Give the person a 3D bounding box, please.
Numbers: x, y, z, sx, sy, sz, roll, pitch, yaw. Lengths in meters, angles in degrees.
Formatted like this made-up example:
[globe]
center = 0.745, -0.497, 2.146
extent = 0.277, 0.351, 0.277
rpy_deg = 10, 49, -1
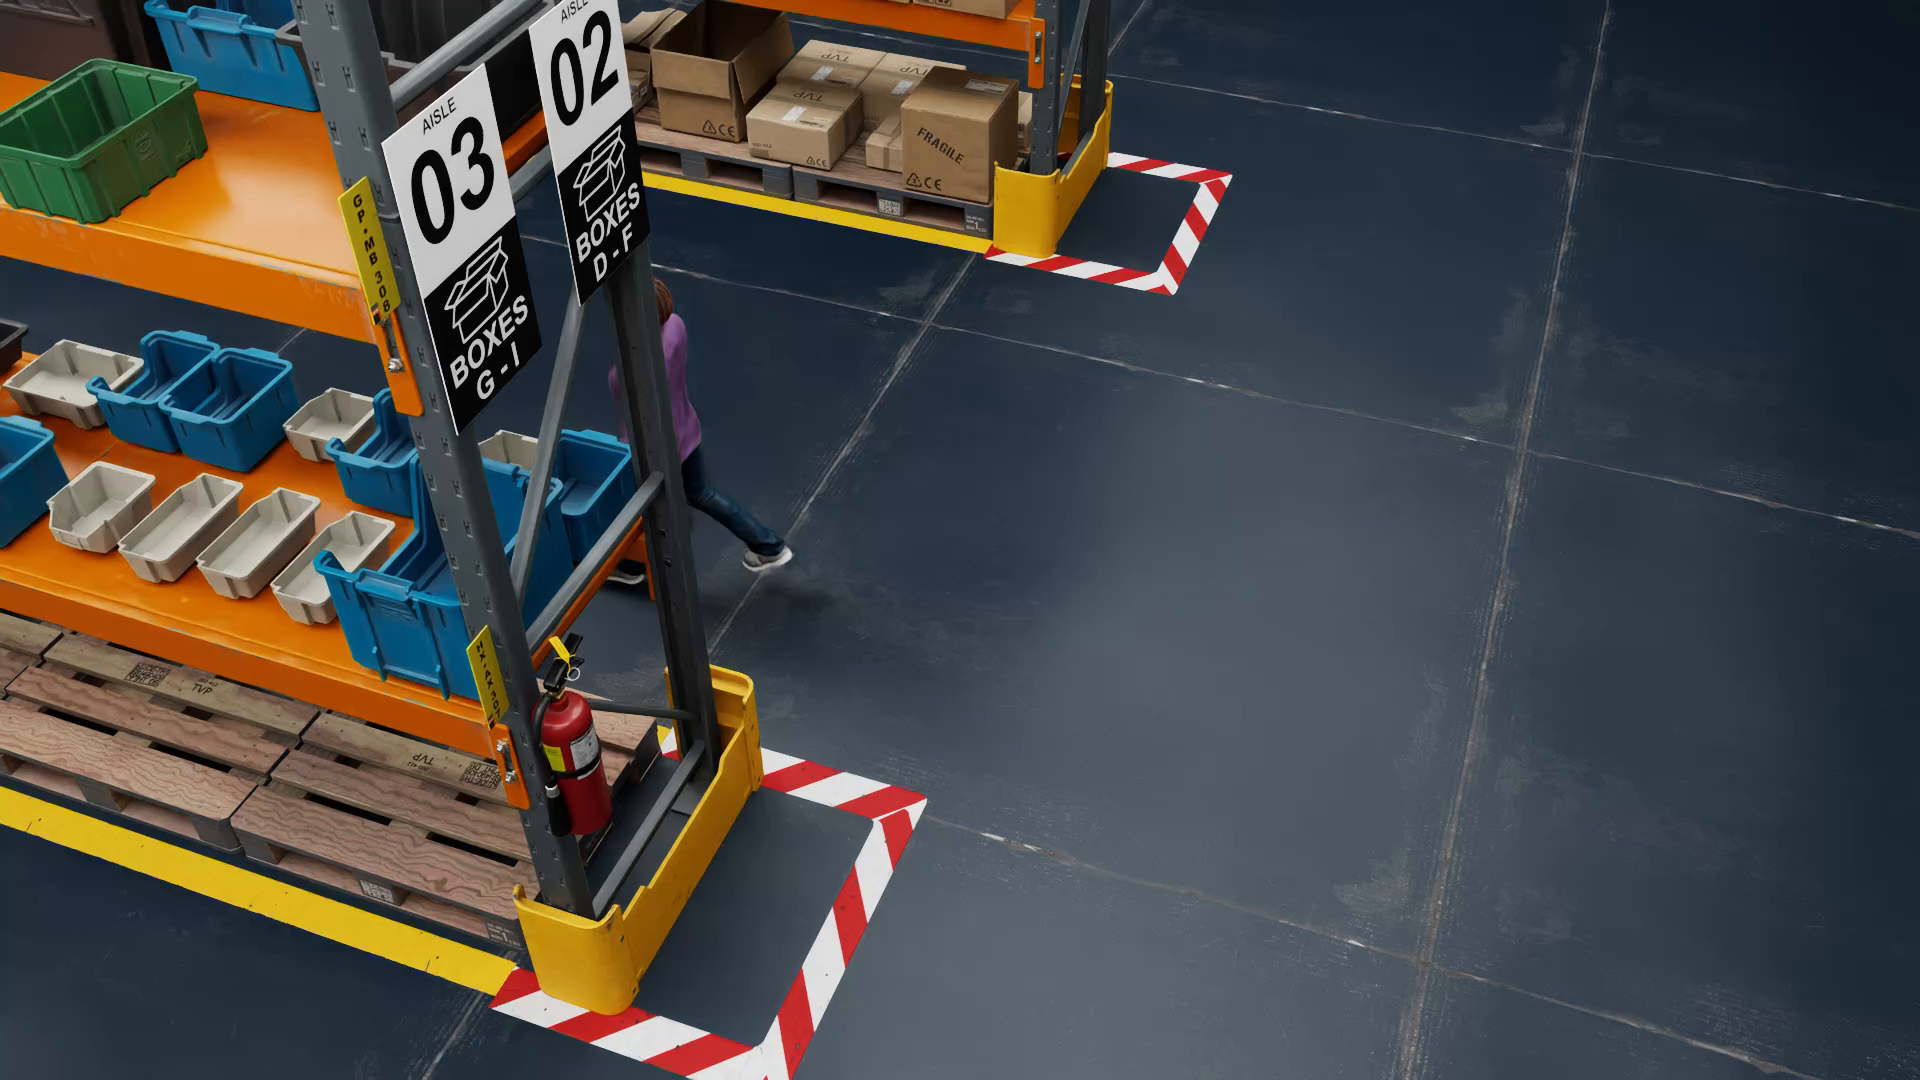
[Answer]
[person]
center = -1.164, -0.390, 6.591
extent = 0.913, 1.543, 0.421
rpy_deg = 12, 43, 13
